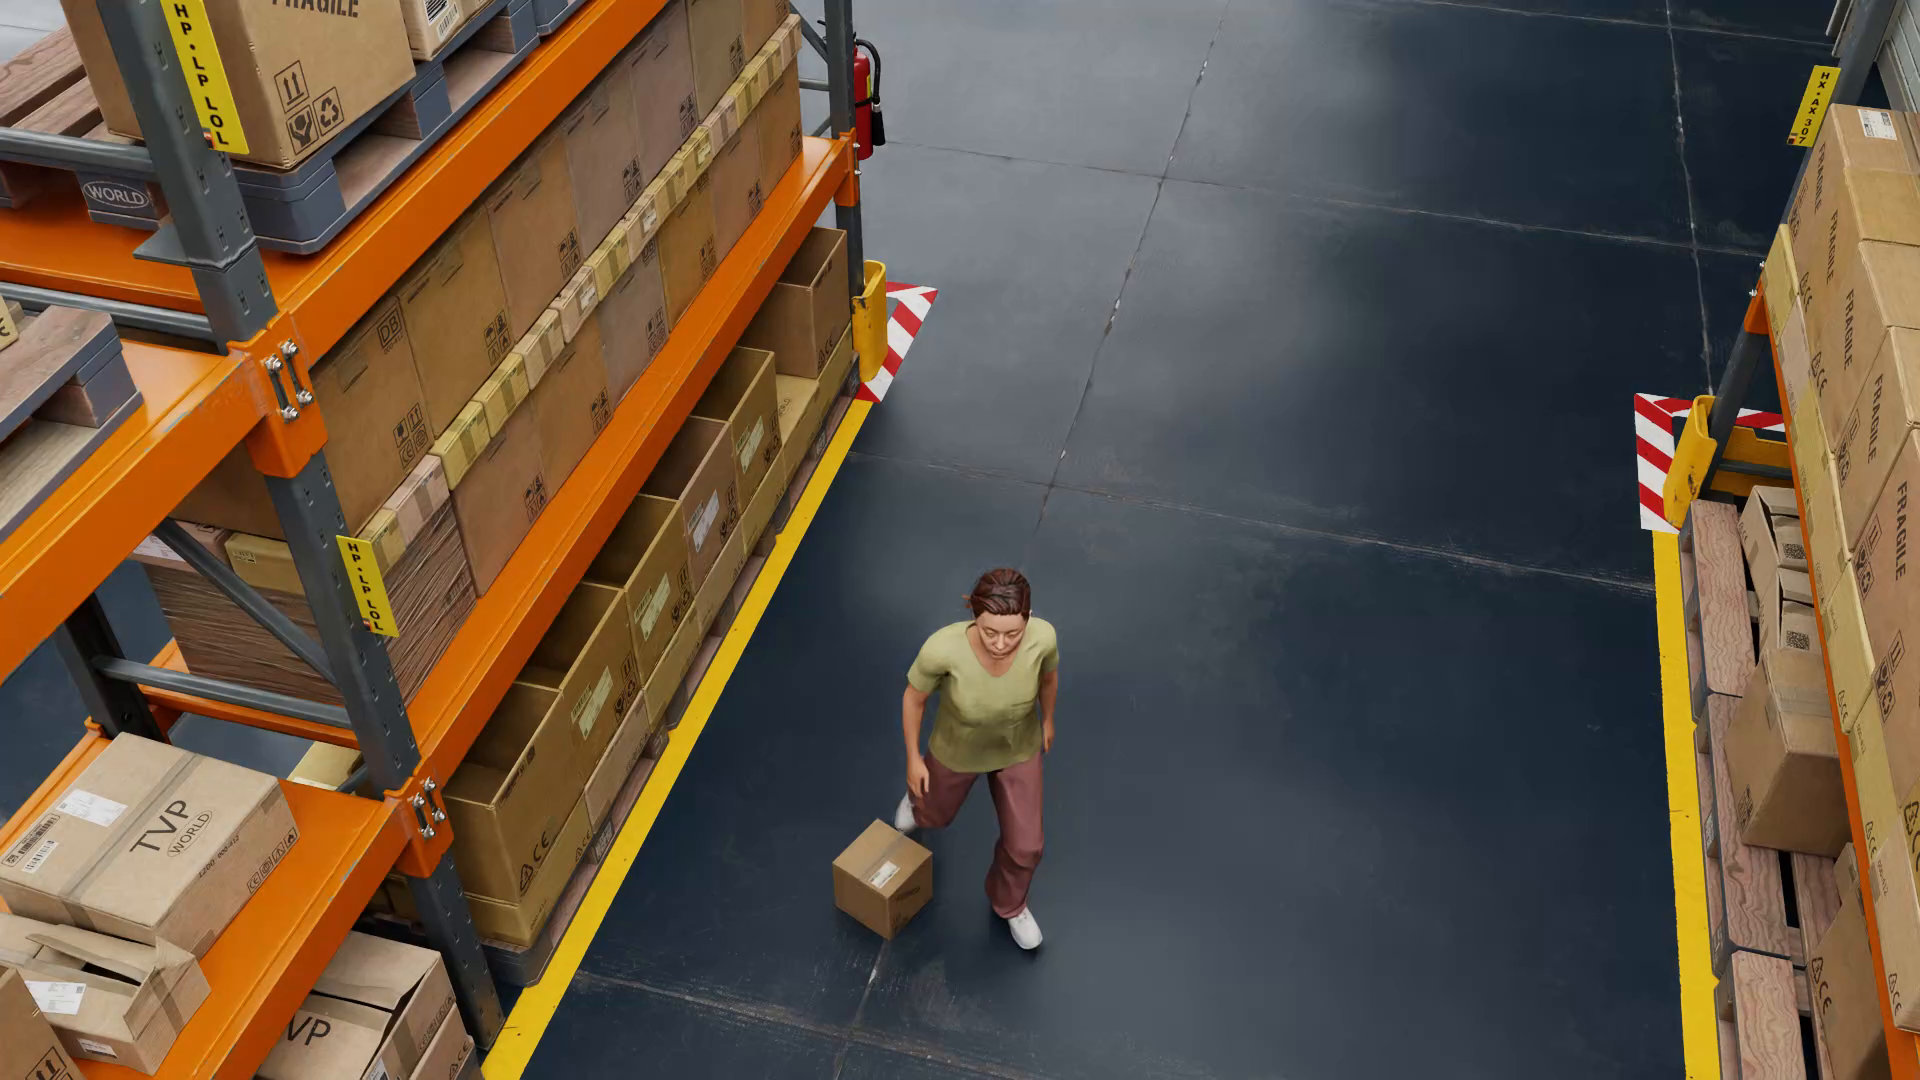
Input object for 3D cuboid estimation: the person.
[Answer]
[{"bbox_3d":[0.047,0.592,5.484,0.527,1.633,0.759,-5,41,-6],"label":"person"}]
